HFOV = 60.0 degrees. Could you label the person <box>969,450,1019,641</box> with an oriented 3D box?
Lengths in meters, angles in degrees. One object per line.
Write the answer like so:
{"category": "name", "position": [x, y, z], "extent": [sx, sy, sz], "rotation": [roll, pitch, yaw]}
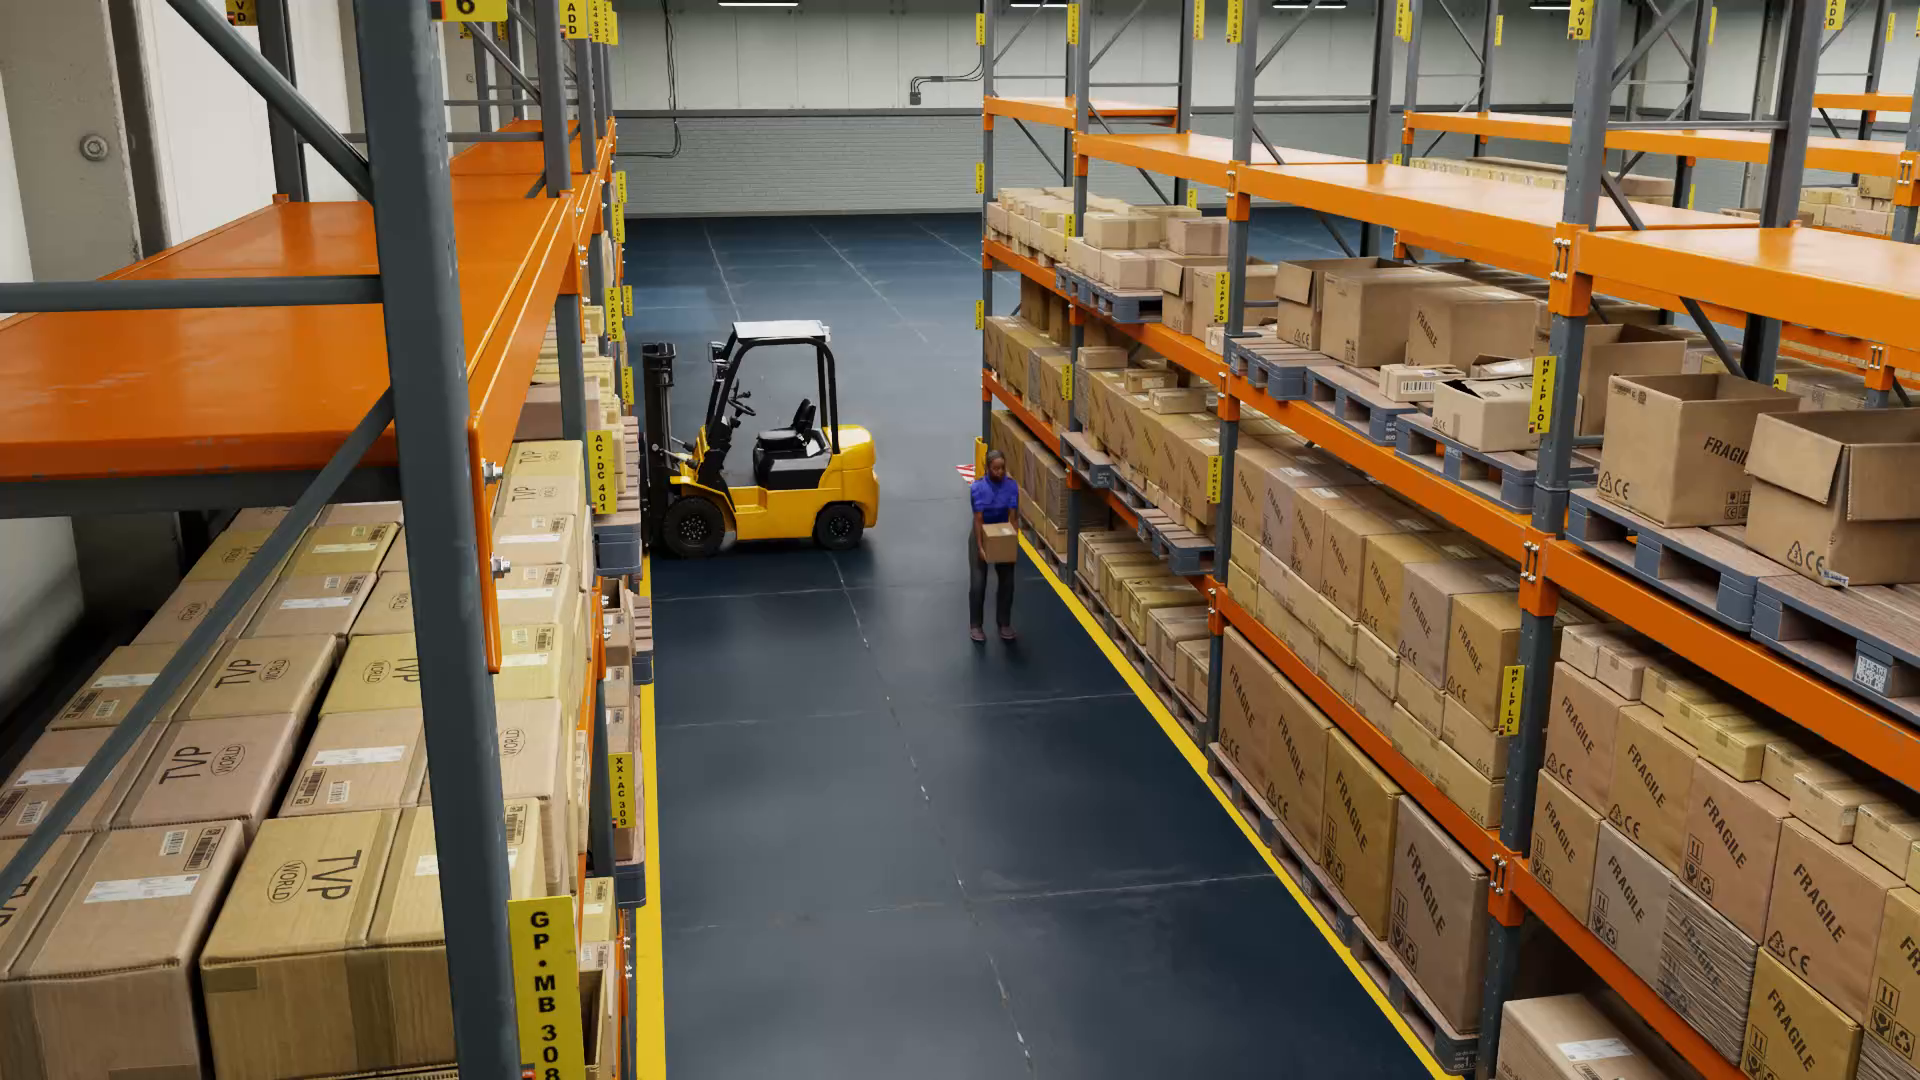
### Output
{"category": "person", "position": [0.294, 0.052, 13.907], "extent": [0.412, 1.647, 0.531], "rotation": [-3, 17, -11]}
